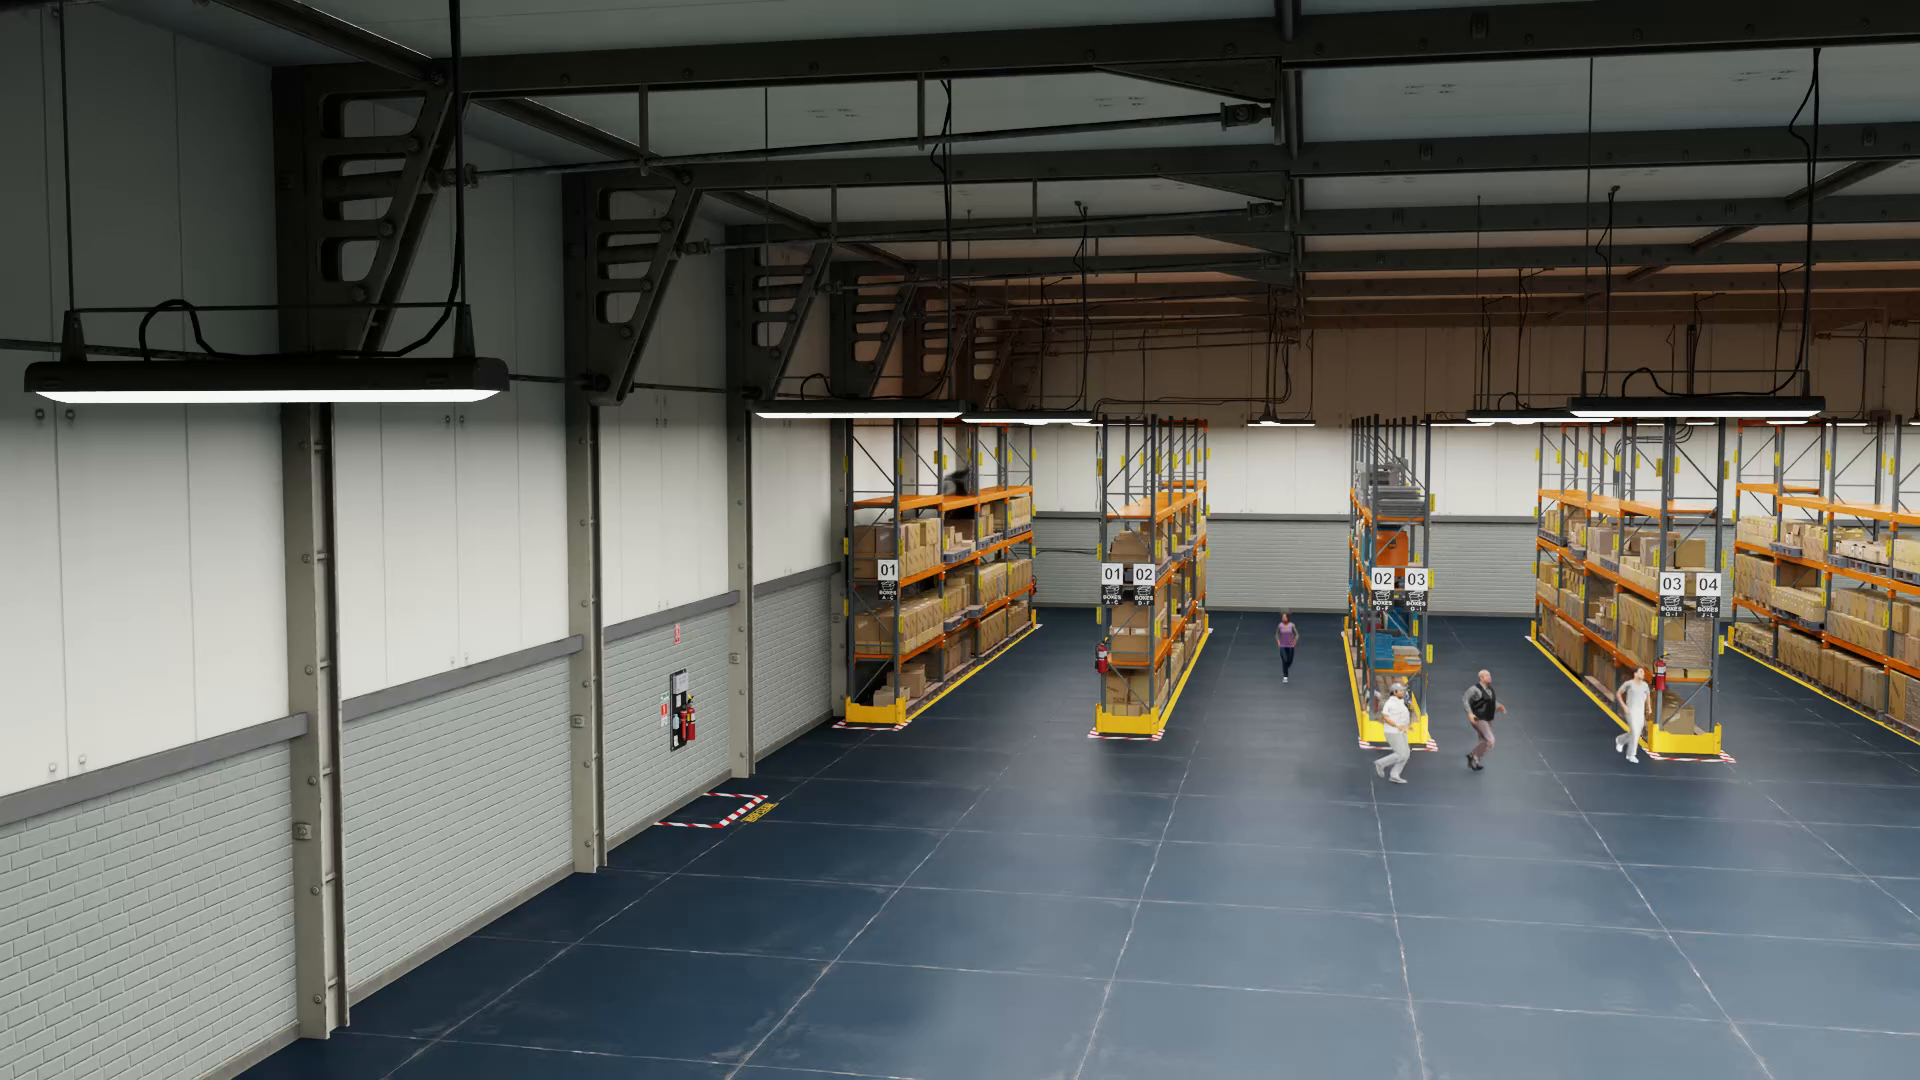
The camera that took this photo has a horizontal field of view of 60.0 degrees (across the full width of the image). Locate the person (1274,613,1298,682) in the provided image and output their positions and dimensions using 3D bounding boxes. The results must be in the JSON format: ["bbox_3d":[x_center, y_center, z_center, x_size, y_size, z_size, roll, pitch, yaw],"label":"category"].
[{"bbox_3d":[7.420,2.435,37.816,0.537,1.568,0.506,1,4,12],"label":"person"}]

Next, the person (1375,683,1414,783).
[{"bbox_3d":[7.037,3.118,26.941,0.544,1.621,0.596,2,5,33],"label":"person"}]

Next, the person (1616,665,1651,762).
[{"bbox_3d":[11.699,2.993,28.896,0.608,1.641,0.662,-1,4,-14],"label":"person"}]

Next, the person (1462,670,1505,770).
[{"bbox_3d":[8.785,3.018,27.822,0.664,1.690,0.626,-3,5,-42],"label":"person"}]
